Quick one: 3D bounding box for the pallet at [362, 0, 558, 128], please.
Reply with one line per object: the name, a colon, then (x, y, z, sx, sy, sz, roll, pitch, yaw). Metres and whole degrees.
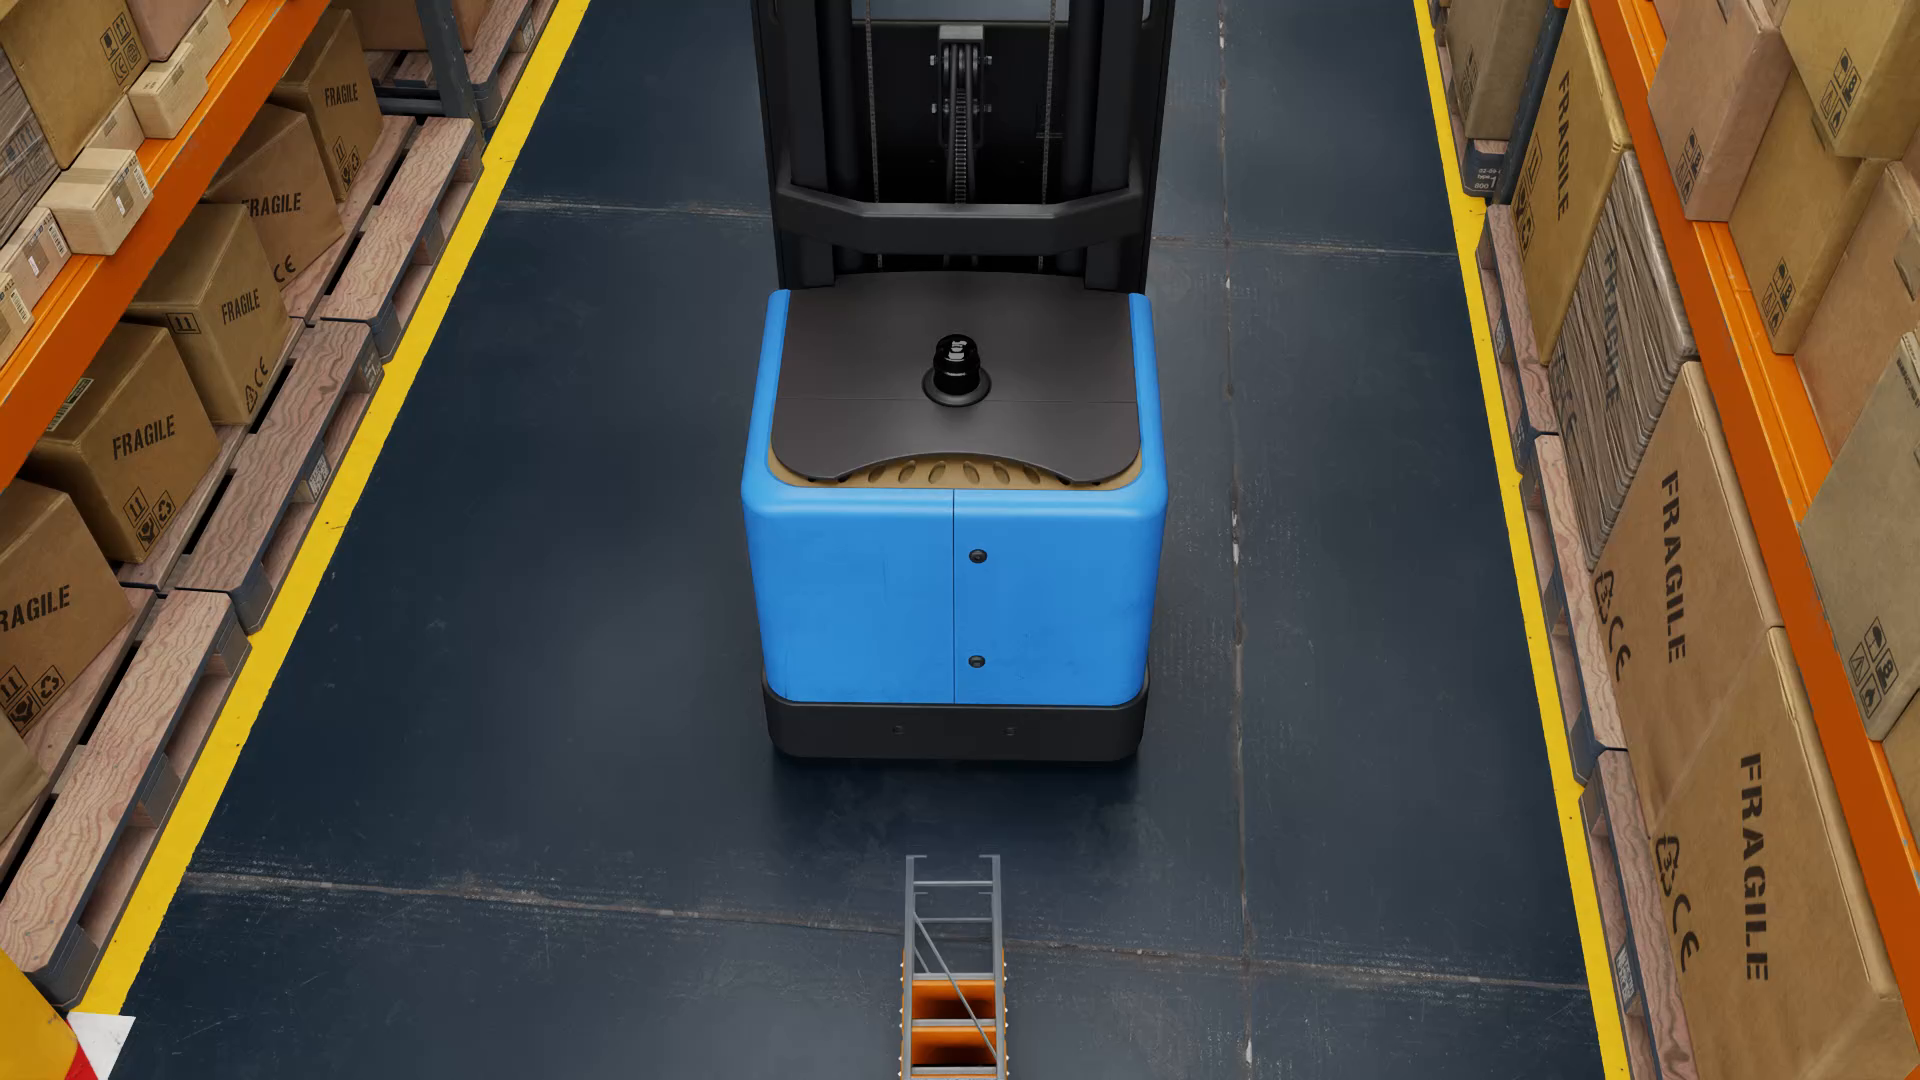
pallet: (-2.341, -2.223, 7.140, 1.003, 0.211, 1.213, 4, 48, 4)

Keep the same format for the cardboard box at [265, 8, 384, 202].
cardboard box: (-2.487, -1.599, 6.089, 0.500, 0.500, 0.500, 3, 48, 2)

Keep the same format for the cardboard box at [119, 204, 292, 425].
cardboard box: (-2.510, -0.716, 5.281, 0.500, 0.500, 0.500, 0, 48, 0)

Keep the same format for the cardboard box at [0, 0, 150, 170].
cardboard box: (-2.626, -1.295, 4.133, 0.875, 0.500, 0.500, 4, 48, 4)

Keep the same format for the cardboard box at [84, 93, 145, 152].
cardboard box: (-2.388, -1.049, 4.347, 0.380, 0.149, 0.250, 4, 48, 4)

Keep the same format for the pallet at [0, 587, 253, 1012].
pallet: (-2.659, 0.638, 4.523, 1.003, 0.211, 1.213, 4, 48, 4)

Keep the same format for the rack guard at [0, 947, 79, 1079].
rack guard: (-2.768, 1.135, 3.873, 1.175, 0.500, 0.348, 4, 48, 4)

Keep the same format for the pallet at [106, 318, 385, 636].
pallet: (-2.545, -0.256, 5.341, 1.003, 0.211, 1.213, 4, 48, 4)

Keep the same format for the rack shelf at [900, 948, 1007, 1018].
rack shelf: (-0.016, 1.101, 4.111, 0.258, 0.180, 0.103, 0, 48, 0)

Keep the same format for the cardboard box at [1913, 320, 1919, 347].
cardboard box: (2.186, -0.340, 2.695, 0.875, 0.550, 0.550, 4, 48, 4)

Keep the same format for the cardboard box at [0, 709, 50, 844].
cardboard box: (-2.701, 0.592, 4.085, 0.500, 0.500, 0.500, 12, 49, 11)

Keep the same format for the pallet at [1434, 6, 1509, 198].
pallet: (2.515, -1.815, 6.767, 1.003, 0.211, 1.213, 4, 48, 4)

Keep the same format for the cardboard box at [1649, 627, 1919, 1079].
cardboard box: (2.151, 0.828, 3.615, 0.875, 0.875, 0.875, 4, 48, 4)

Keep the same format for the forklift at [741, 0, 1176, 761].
forklift: (0.011, -1.451, 4.591, 1.130, 2.935, 3.031, 1, 48, 1)

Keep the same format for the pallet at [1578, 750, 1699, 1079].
pallet: (2.150, 1.104, 4.097, 1.003, 0.211, 1.213, 4, 48, 4)

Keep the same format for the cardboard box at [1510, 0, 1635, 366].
cardboard box: (2.393, -1.151, 5.425, 0.875, 0.875, 0.875, 5, 48, 4)

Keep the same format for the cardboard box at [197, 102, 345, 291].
cardboard box: (-2.531, -1.177, 5.703, 0.500, 0.500, 0.500, 18, 50, 16)

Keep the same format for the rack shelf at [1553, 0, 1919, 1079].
rack shelf: (2.337, -0.471, 4.136, 1.077, 0.370, 4.000, 4, 48, 4)

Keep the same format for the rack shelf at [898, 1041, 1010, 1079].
rack shelf: (-0.014, 1.278, 3.949, 0.258, 0.180, 0.103, 0, 48, 0)

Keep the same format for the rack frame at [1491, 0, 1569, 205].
rack frame: (2.520, -2.184, 5.215, 1.000, 3.000, 0.127, 4, 48, 4)

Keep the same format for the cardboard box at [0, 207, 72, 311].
cardboard box: (-2.404, -0.680, 4.009, 0.380, 0.149, 0.250, 4, 48, 4)

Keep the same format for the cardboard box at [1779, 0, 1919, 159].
cardboard box: (2.291, -1.141, 3.427, 0.875, 0.550, 0.500, 4, 48, 4)

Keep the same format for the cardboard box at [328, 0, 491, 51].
cardboard box: (-2.333, -2.346, 6.759, 0.700, 0.500, 0.500, 1, 48, 1)

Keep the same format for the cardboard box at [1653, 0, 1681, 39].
cardboard box: (2.470, -1.557, 4.540, 0.875, 0.550, 0.550, 4, 48, 4)

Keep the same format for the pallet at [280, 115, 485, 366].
pallet: (-2.436, -1.155, 6.163, 1.003, 0.211, 1.213, 4, 48, 4)

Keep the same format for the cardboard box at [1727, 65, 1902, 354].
cardboard box: (2.355, -0.772, 3.821, 0.875, 0.550, 0.500, 4, 48, 4)

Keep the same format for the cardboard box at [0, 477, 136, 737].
cardboard box: (-2.681, 0.150, 4.489, 0.500, 0.500, 0.500, 15, 49, 14)

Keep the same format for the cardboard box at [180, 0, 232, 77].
cardboard box: (-2.301, -1.414, 4.681, 0.380, 0.149, 0.250, 4, 48, 4)

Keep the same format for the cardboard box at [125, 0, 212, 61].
cardboard box: (-2.539, -1.660, 4.466, 0.875, 0.500, 0.500, 4, 48, 4)

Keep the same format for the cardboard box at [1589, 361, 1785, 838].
cardboard box: (2.229, 0.181, 4.207, 0.875, 0.875, 0.875, 3, 48, 3)

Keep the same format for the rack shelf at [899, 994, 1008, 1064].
rack shelf: (-0.015, 1.190, 4.030, 0.258, 0.180, 0.103, 0, 48, 0)

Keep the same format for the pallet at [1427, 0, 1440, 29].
pallet: (2.624, -2.714, 7.589, 1.003, 0.211, 1.213, 4, 48, 4)

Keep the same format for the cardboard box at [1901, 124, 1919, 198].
cardboard box: (2.372, -0.742, 3.063, 0.875, 0.550, 0.550, 4, 48, 4)

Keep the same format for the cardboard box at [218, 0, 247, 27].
cardboard box: (-2.318, -1.600, 4.851, 0.380, 0.149, 0.250, 4, 48, 4)

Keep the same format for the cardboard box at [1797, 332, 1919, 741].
cardboard box: (2.172, 0.024, 3.094, 0.875, 0.550, 0.550, 4, 48, 4)

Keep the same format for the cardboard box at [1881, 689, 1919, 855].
cardboard box: (2.144, 0.429, 2.723, 0.875, 0.550, 0.550, 4, 48, 4)

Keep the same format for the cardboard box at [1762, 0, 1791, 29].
cardboard box: (2.331, -1.531, 3.784, 0.875, 0.550, 0.550, 4, 48, 4)

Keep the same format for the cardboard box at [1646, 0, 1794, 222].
cardboard box: (2.304, -1.168, 4.184, 0.875, 0.550, 0.550, 4, 48, 4)

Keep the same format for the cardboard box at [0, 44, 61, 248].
cardboard box: (-2.683, -0.929, 3.797, 0.875, 0.500, 0.500, 4, 48, 4)

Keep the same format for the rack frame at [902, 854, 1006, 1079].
rack frame: (-0.014, 1.249, 3.852, 0.240, 0.006, 1.200, 0, 48, 0)

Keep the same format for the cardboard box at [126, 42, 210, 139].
cardboard box: (-2.289, -1.228, 4.510, 0.380, 0.149, 0.250, 4, 48, 4)

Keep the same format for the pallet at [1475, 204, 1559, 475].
pallet: (2.373, -0.689, 5.737, 1.003, 0.211, 1.213, 4, 48, 4)

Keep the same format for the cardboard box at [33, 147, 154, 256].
cardboard box: (-2.278, -0.857, 4.171, 0.380, 0.149, 0.250, 4, 48, 4)

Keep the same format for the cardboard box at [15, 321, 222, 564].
cardboard box: (-2.605, -0.309, 4.909, 0.500, 0.500, 0.500, 8, 48, 7)

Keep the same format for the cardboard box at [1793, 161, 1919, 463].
cardboard box: (2.348, -0.380, 3.463, 0.875, 0.550, 0.550, 4, 48, 4)

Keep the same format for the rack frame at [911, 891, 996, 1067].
rack frame: (-0.014, 1.373, 3.987, 0.240, 0.006, 1.200, 0, 48, 0)

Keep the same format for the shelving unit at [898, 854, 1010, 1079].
shelving unit: (-0.014, 1.311, 3.919, 0.258, 0.189, 1.200, 0, 48, 0)

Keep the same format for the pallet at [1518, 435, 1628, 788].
pallet: (2.264, 0.210, 4.915, 1.003, 0.211, 1.213, 4, 48, 4)

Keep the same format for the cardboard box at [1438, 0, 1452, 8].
cardboard box: (2.578, -2.737, 6.961, 1.050, 0.750, 0.750, 4, 48, 4)

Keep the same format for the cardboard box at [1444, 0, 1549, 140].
cardboard box: (2.487, -2.029, 6.313, 1.050, 0.750, 0.750, 4, 48, 3)

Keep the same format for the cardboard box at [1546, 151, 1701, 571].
cardboard box: (2.314, -0.488, 4.819, 0.875, 0.875, 0.875, 4, 48, 4)

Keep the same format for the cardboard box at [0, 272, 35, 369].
cardboard box: (-2.400, -0.494, 3.840, 0.380, 0.149, 0.250, 4, 48, 4)

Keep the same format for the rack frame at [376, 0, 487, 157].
rack frame: (-2.410, -2.592, 5.588, 1.000, 3.000, 0.127, 4, 48, 4)
